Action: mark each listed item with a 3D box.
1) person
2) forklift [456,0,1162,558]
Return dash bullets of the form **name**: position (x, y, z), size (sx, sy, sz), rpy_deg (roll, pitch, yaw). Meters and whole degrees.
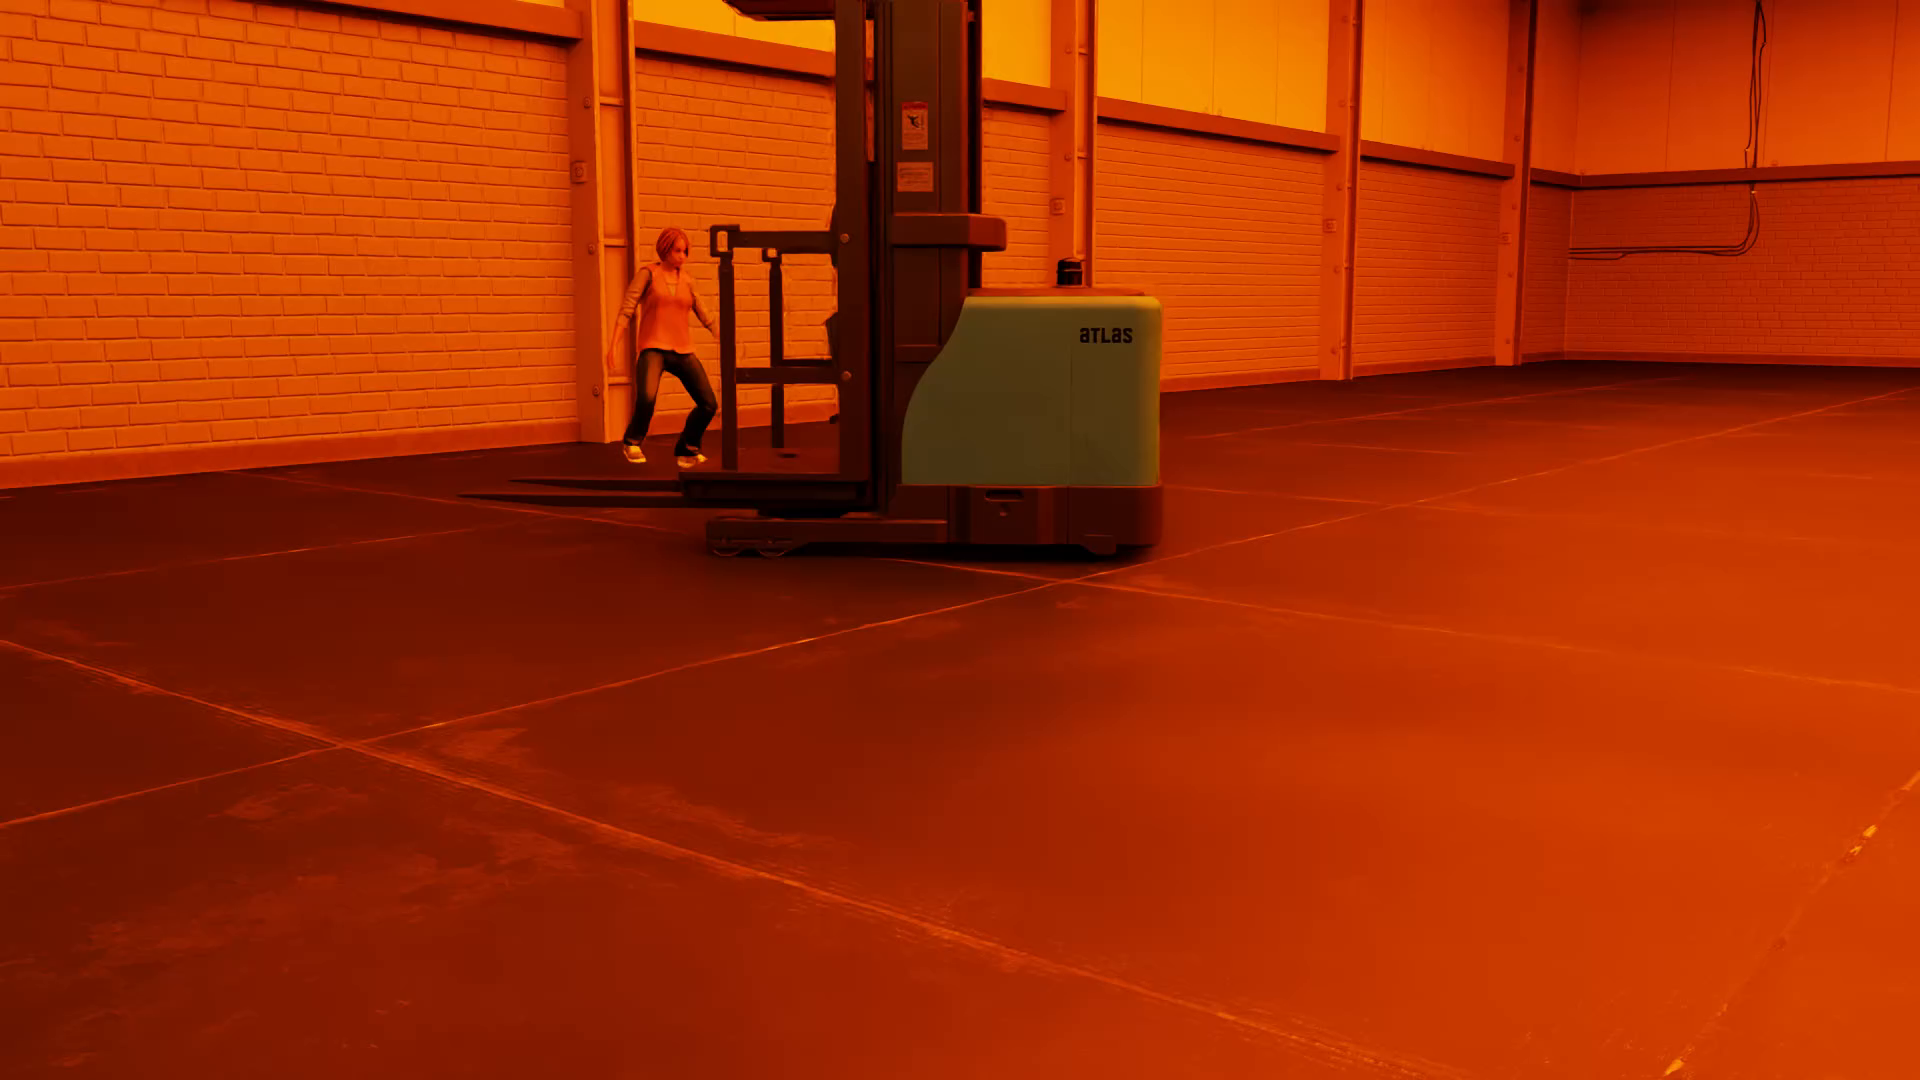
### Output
- **person**: position (-1.771, -1.144, 10.162), size (0.789, 1.491, 0.539), rpy_deg (-5, 10, -31)
- **forklift**: position (-0.643, -1.452, 7.202), size (3.031, 2.935, 1.130), rpy_deg (1, 8, 5)
